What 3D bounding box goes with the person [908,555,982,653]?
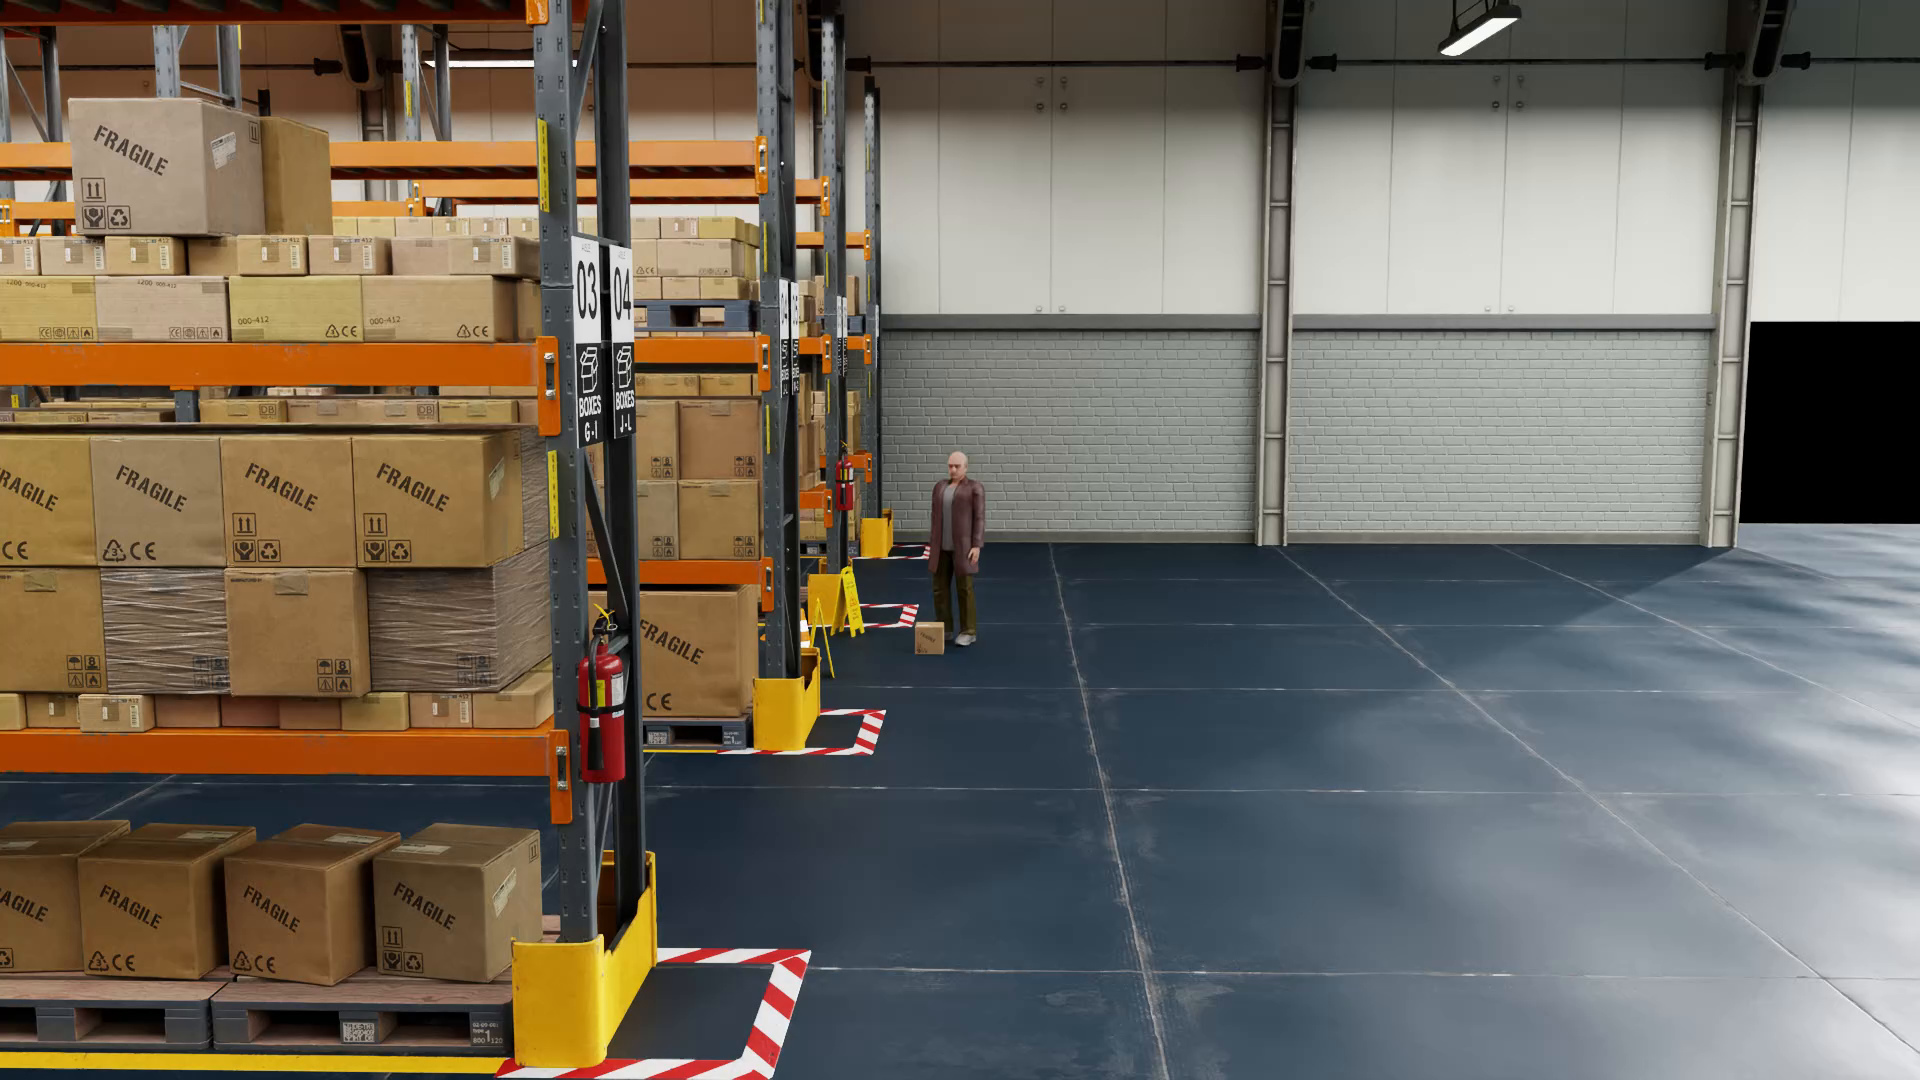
[{"bbox_3d":[-0.133,0.576,15.169,0.582,0.834,0.956,3,8,25],"label":"person"}]
